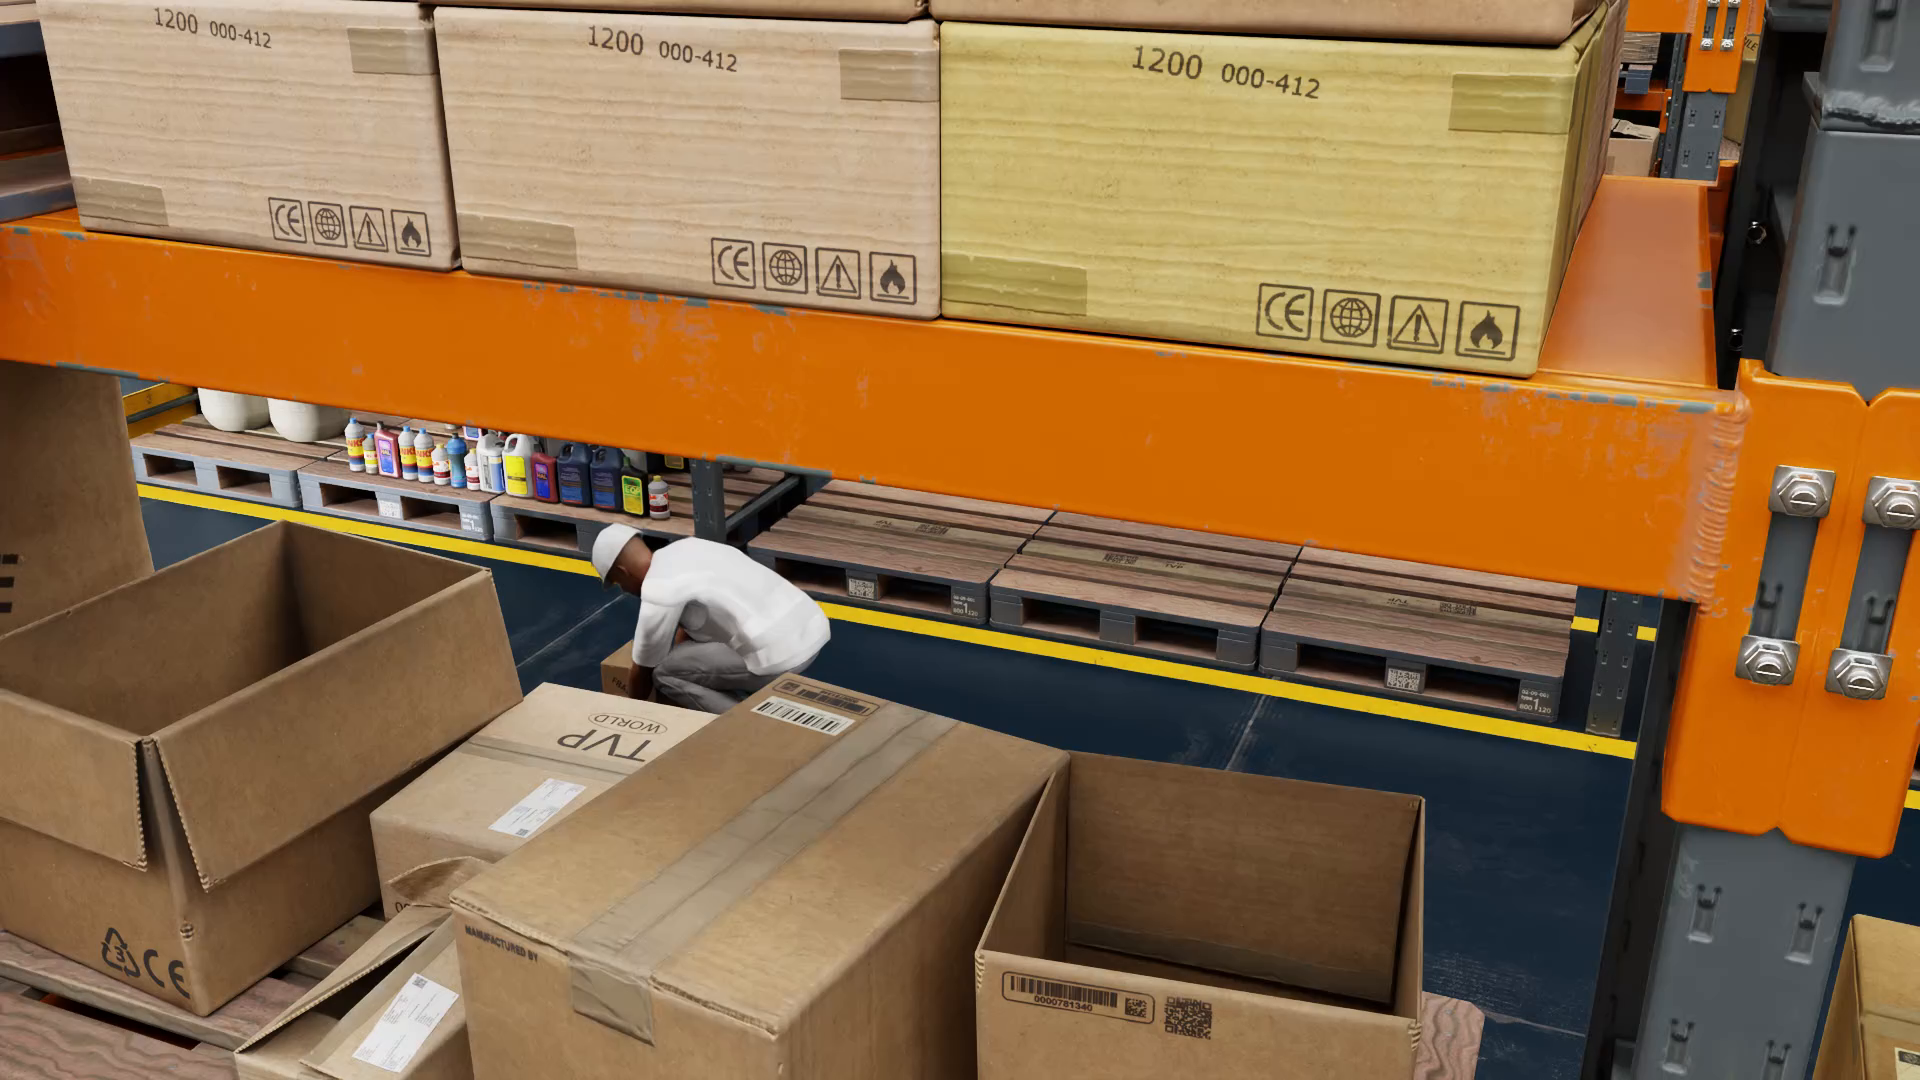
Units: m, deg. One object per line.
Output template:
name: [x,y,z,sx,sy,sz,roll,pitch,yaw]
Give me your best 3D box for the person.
person: [-0.977,0.394,6.425,0.915,0.890,0.543,9,24,20]
